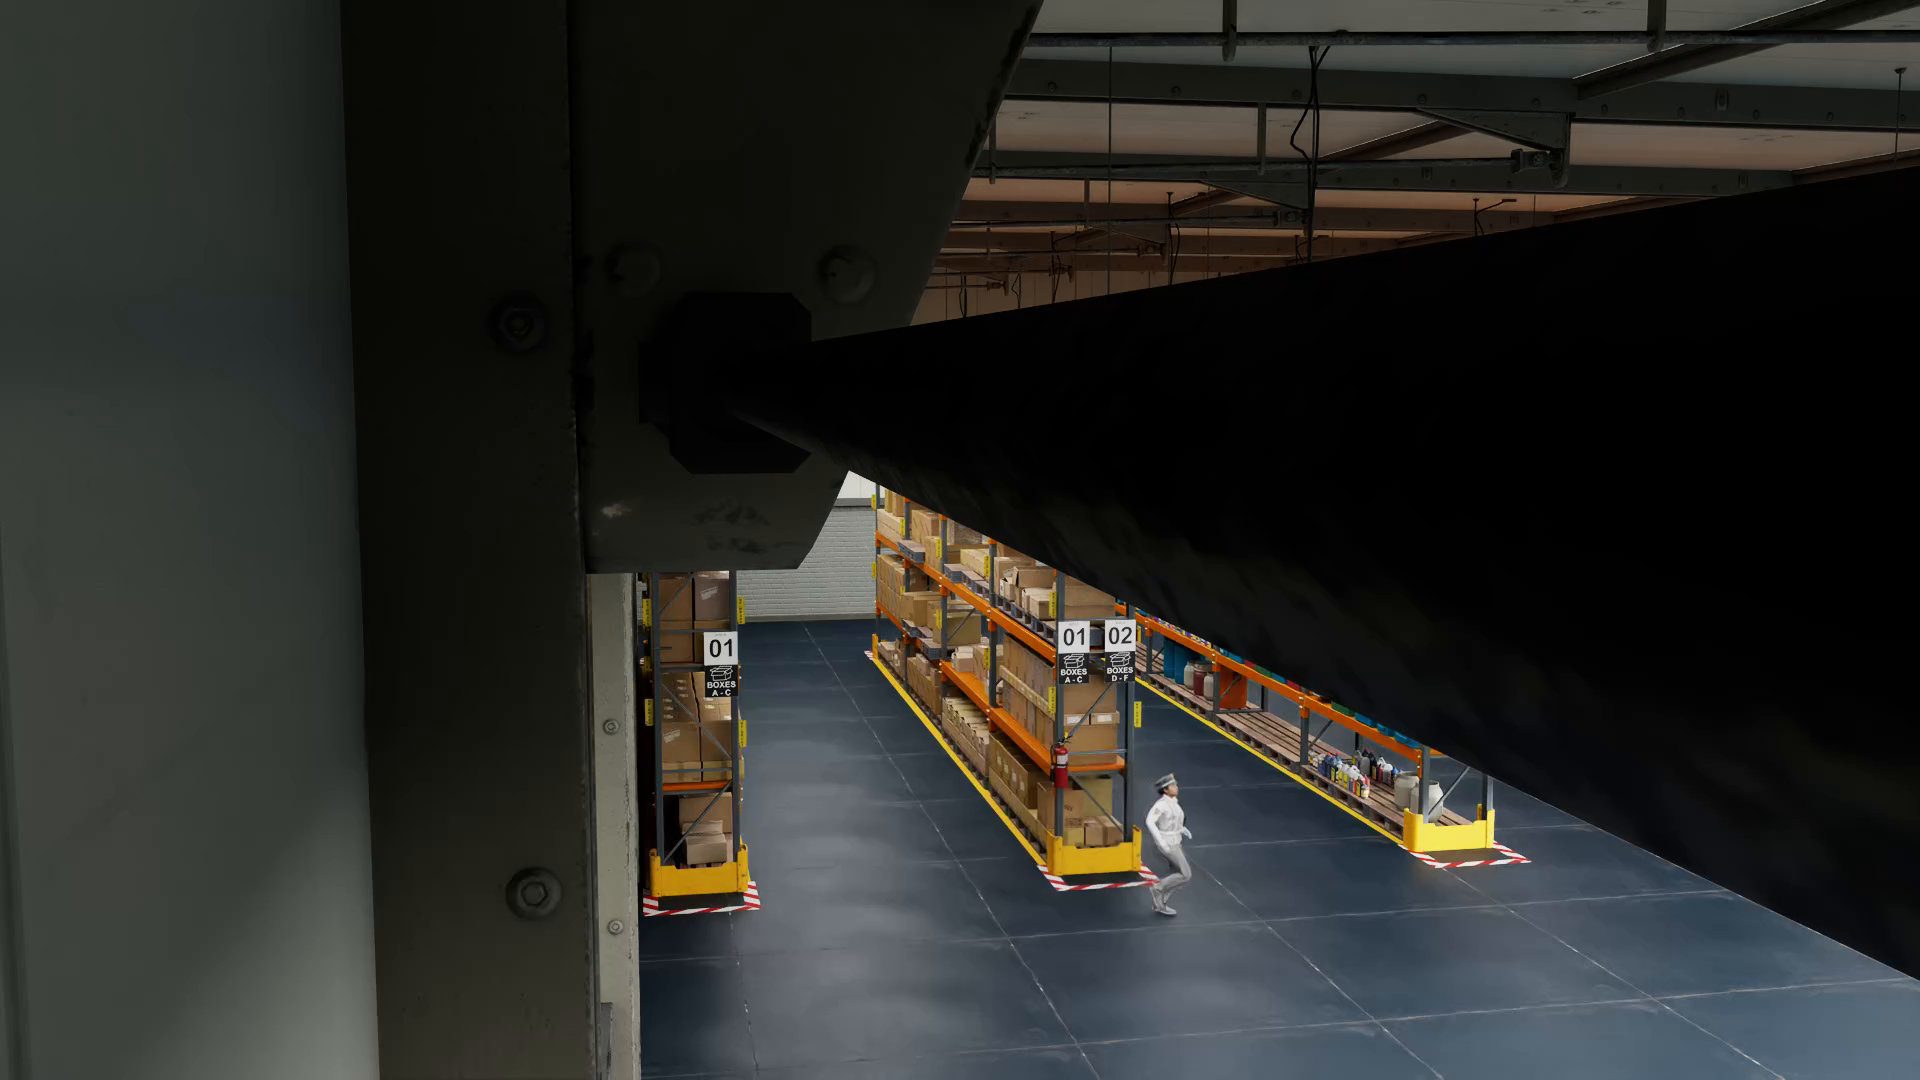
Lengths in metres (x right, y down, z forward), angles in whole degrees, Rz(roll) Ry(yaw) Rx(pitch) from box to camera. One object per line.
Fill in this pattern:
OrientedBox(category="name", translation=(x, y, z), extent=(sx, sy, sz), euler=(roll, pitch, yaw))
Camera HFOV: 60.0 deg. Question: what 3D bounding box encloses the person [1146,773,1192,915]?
OrientedBox(category="person", translation=(2.460, 3.531, 19.314), extent=(0.505, 1.646, 0.629), euler=(2, 6, 18))
